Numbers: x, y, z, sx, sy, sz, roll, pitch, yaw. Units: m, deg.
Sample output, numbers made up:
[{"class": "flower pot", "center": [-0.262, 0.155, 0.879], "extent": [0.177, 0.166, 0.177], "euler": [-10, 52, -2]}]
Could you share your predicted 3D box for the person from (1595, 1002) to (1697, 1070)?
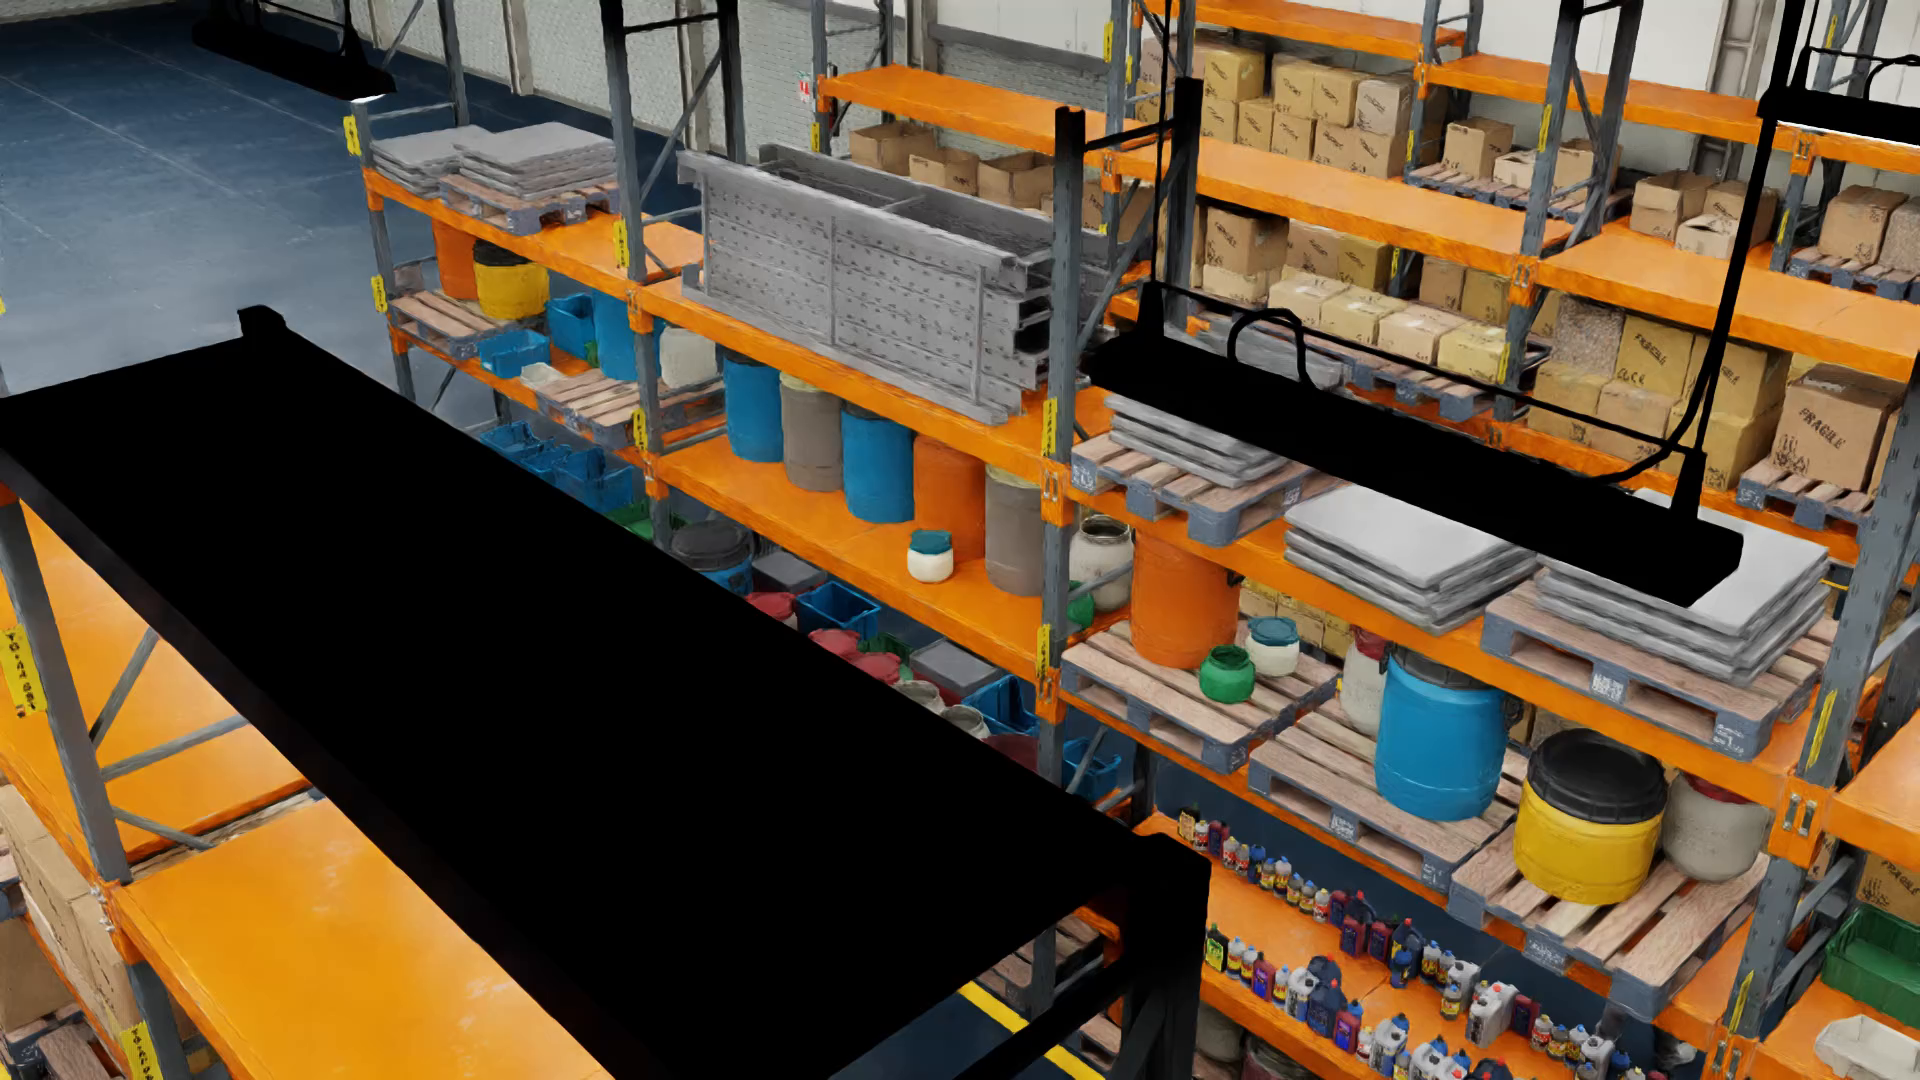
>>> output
[{"class": "person", "center": [4.409, 2.528, 10.251], "extent": [0.585, 1.763, 0.682], "euler": [-11, 30, -19]}]
